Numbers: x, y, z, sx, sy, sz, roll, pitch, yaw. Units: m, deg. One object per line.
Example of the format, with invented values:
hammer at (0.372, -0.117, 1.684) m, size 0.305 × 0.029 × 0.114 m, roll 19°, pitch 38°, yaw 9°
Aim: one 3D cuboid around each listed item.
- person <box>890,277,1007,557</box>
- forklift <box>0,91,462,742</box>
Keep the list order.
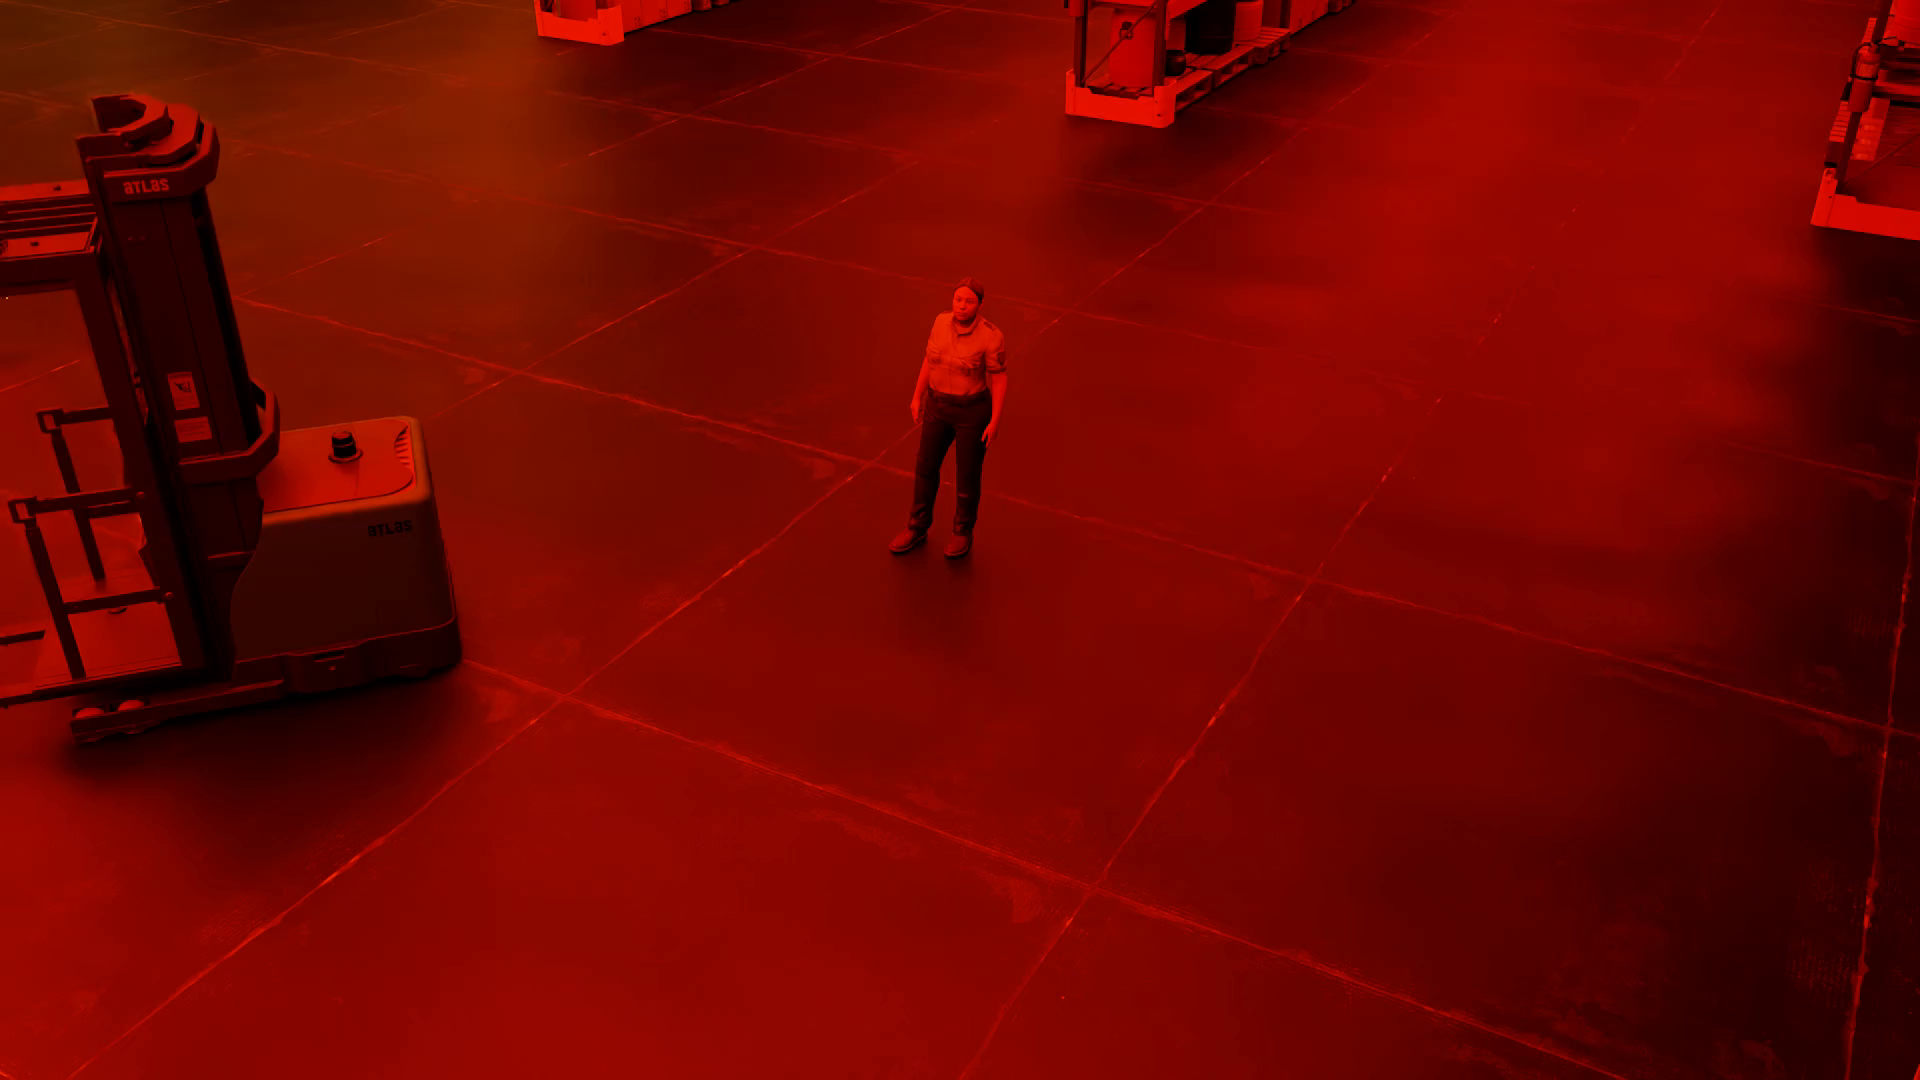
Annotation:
person at (-0.063, -0.687, 9.529) m, size 0.598 × 1.651 × 0.503 m, roll 15°, pitch 33°, yaw 25°
forklift at (-4.211, -0.565, 8.050) m, size 3.031 × 2.935 × 1.130 m, roll -10°, pitch 31°, yaw -16°
